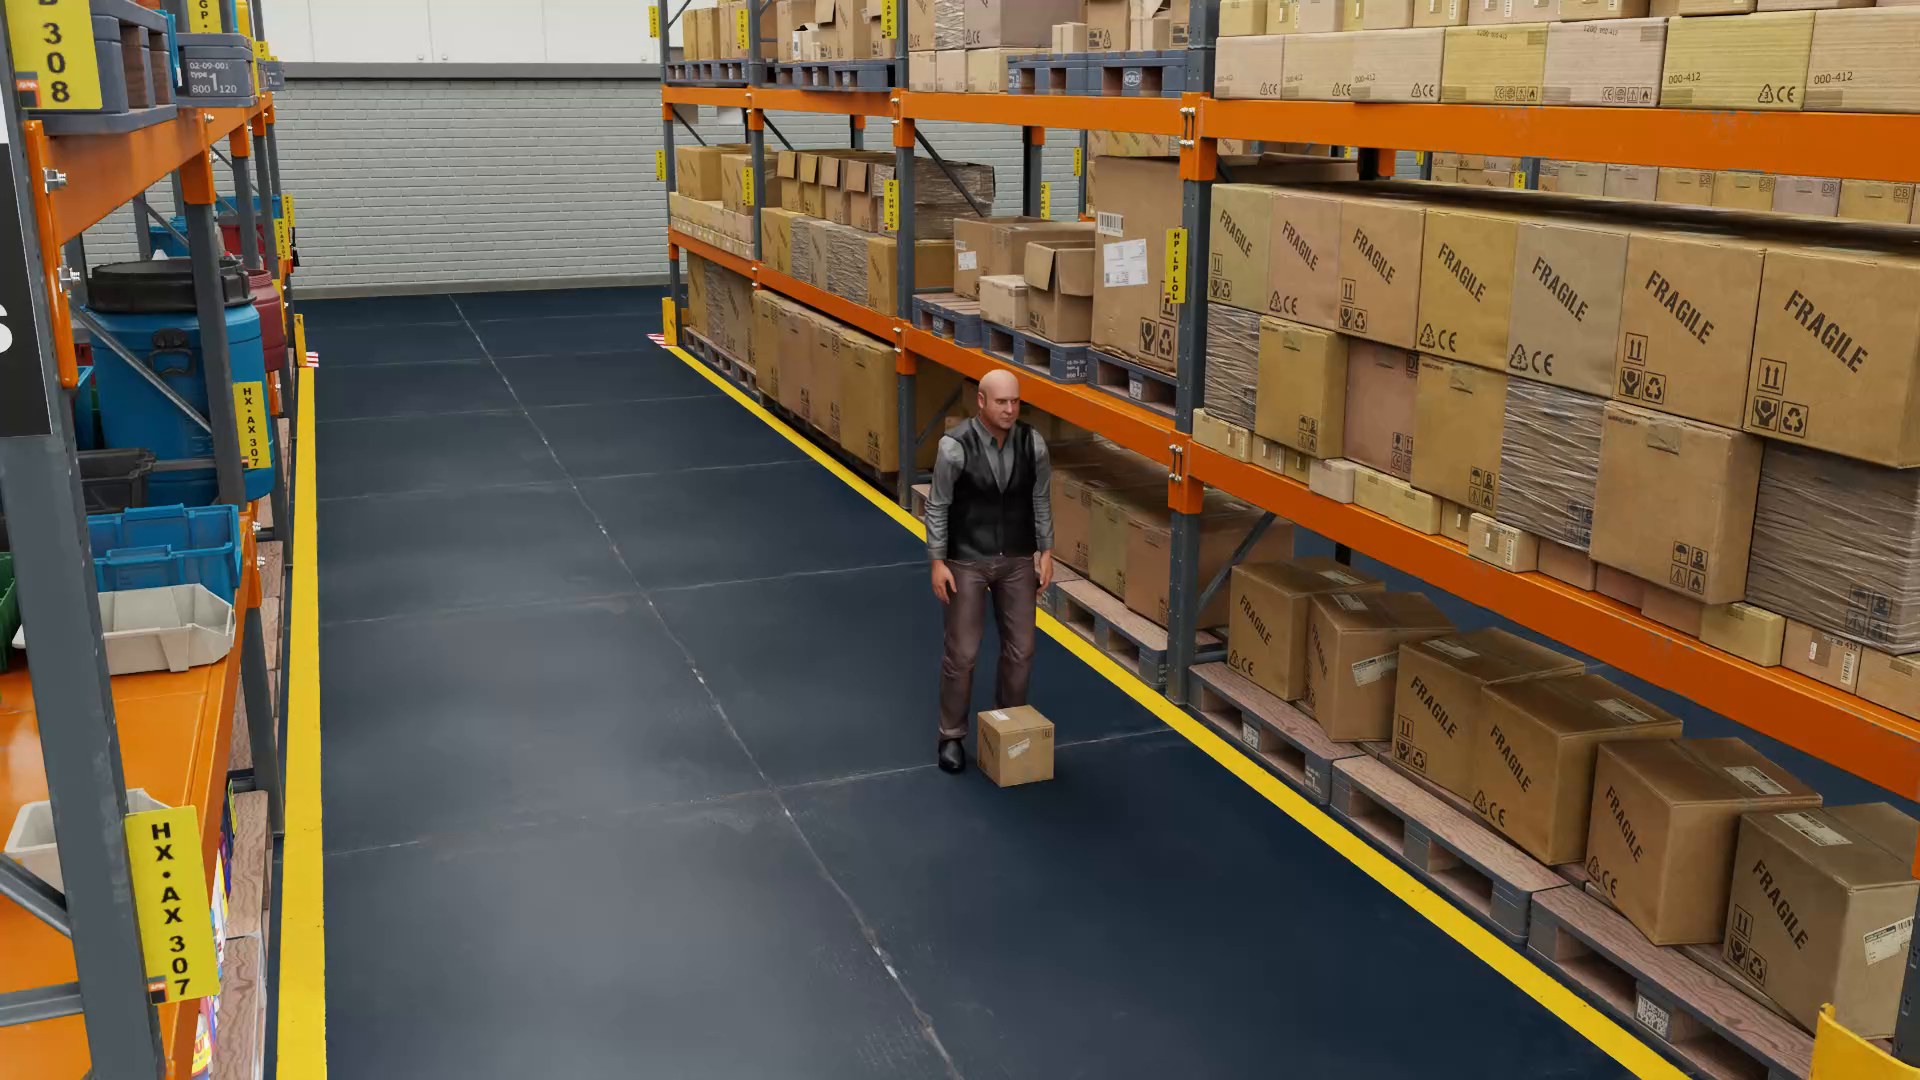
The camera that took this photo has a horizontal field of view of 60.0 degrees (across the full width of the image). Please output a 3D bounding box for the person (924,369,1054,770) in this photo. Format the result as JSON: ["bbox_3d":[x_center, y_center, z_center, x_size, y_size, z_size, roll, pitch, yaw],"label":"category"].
[{"bbox_3d":[0.125,0.105,7.189,0.581,1.721,0.419,-6,16,-20],"label":"person"}]
